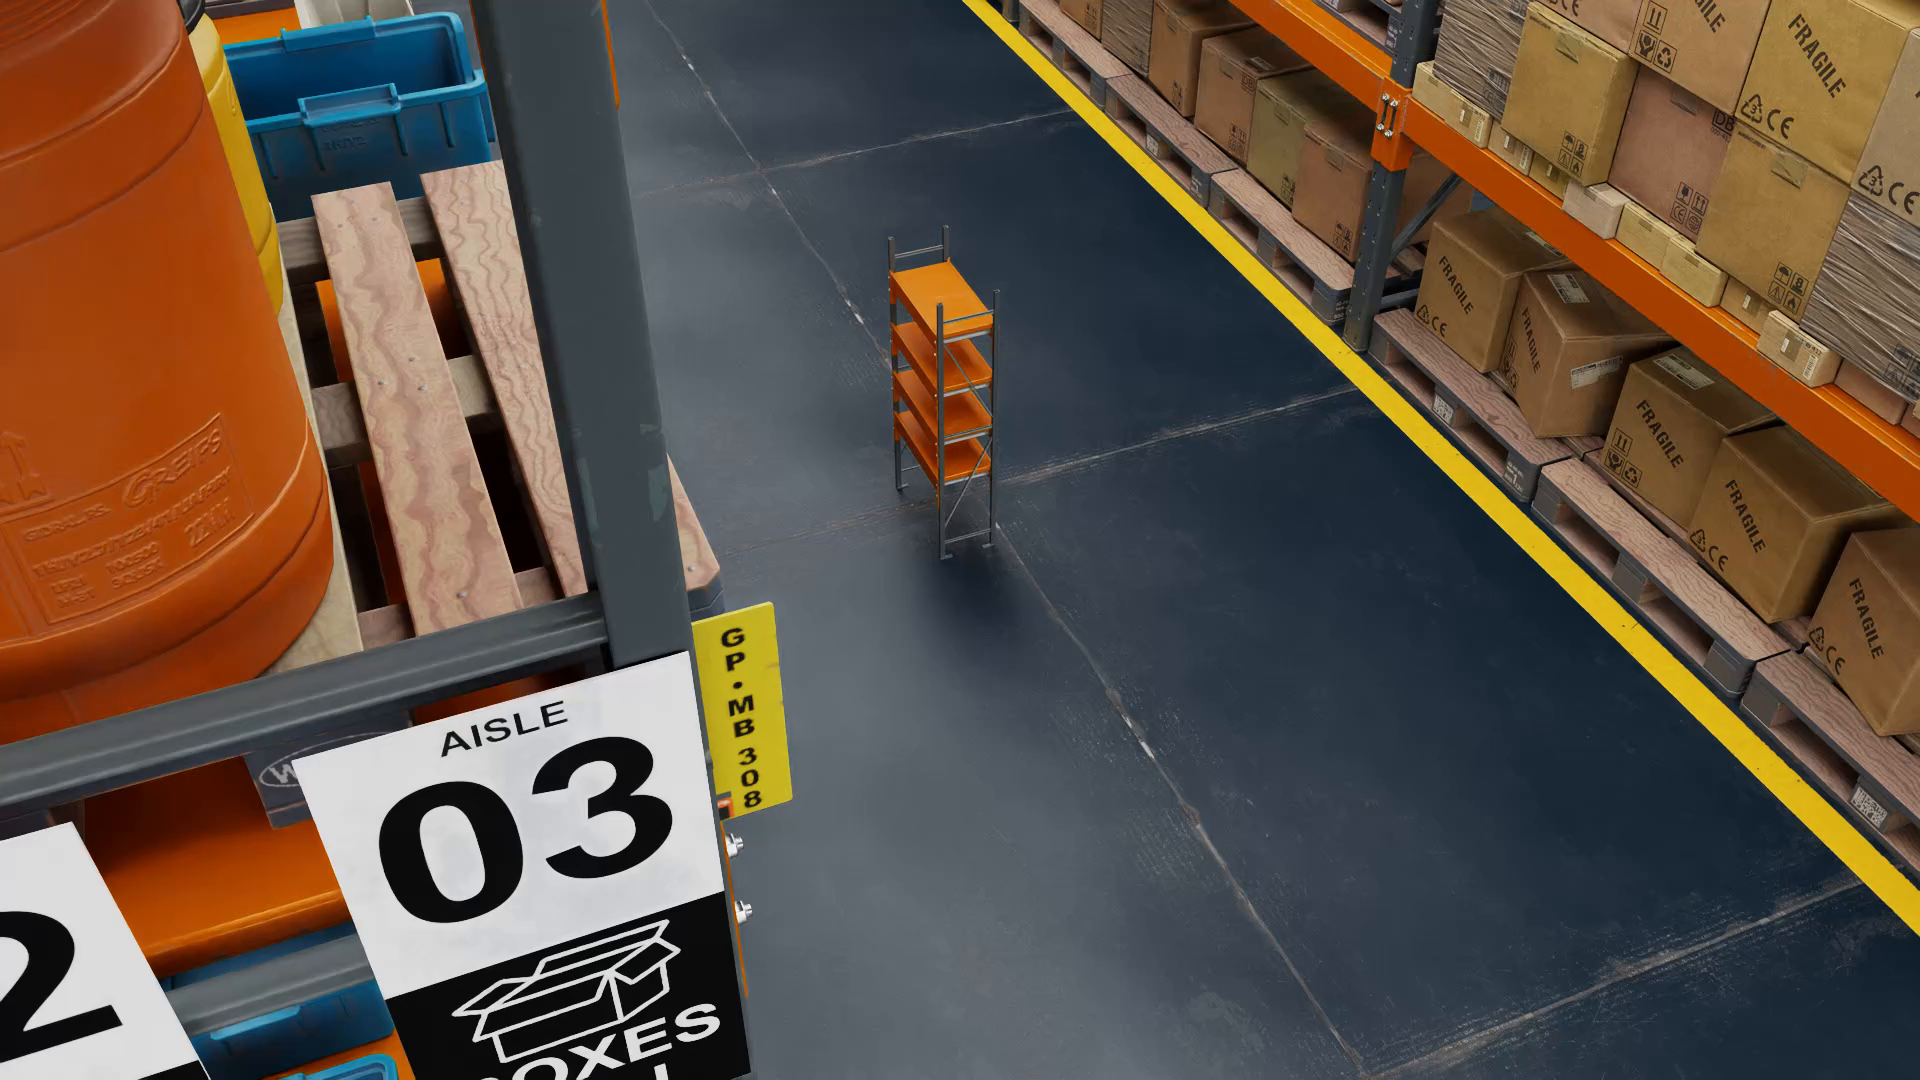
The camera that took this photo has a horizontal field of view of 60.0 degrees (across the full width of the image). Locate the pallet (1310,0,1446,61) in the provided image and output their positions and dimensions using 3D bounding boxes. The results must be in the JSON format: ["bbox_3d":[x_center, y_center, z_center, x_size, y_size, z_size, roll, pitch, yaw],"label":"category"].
[{"bbox_3d":[2.127,-2.590,7.609,1.003,0.211,1.213,-15,43,-17],"label":"pallet"}]

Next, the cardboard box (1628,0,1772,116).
[{"bbox_3d":[2.606,-1.759,5.424,0.500,0.500,0.500,-15,43,-17],"label":"cardboard box"}]

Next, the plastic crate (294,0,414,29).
[{"bbox_3d":[-1.303,-1.102,3.633,0.243,0.136,0.396,-15,43,-17],"label":"plastic crate"}]

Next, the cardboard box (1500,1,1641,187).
[{"bbox_3d":[2.559,-1.720,6.145,0.875,0.500,0.500,-15,43,-17],"label":"cardboard box"}]

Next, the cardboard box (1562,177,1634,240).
[{"bbox_3d":[2.456,-1.260,6.107,0.380,0.149,0.250,-15,43,-17],"label":"cardboard box"}]

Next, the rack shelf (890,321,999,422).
[{"bbox_3d":[-0.063,-0.673,6.373,0.258,0.148,0.480,-15,43,-17],"label":"rack shelf"}]

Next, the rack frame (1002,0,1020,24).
[{"bbox_3d":[0.755,-4.576,9.771,1.000,3.000,0.127,-15,43,-17],"label":"rack frame"}]

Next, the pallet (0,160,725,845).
[{"bbox_3d":[-0.987,-0.110,2.421,1.003,0.211,1.213,-15,43,-17],"label":"pallet"}]

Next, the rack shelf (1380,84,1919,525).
[{"bbox_3d":[3.050,-0.689,5.802,1.077,0.370,4.000,-15,43,-17],"label":"rack shelf"}]

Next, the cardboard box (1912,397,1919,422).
[{"bbox_3d":[3.328,-0.517,4.746,0.875,0.500,0.500,-15,43,-17],"label":"cardboard box"}]

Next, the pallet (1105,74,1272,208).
[{"bbox_3d":[1.515,-2.314,9.279,1.003,0.211,1.213,-15,43,-17],"label":"pallet"}]

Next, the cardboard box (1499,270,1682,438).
[{"bbox_3d":[2.627,-0.784,6.956,0.500,0.500,0.500,-3,41,-3],"label":"cardboard box"}]

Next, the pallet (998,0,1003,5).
[{"bbox_3d":[0.523,-4.012,11.254,1.003,0.211,1.213,-15,43,-17],"label":"pallet"}]

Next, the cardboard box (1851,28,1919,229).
[{"bbox_3d":[2.991,-1.158,4.724,0.500,0.500,0.500,-15,43,-17],"label":"cardboard box"}]

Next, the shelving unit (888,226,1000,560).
[{"bbox_3d":[-0.063,-0.555,6.475,0.258,1.200,0.503,-15,43,-17],"label":"shelving unit"}]

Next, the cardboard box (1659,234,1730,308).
[{"bbox_3d":[2.676,-0.966,5.766,0.380,0.149,0.250,-15,43,-17],"label":"cardboard box"}]

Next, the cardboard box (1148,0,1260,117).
[{"bbox_3d":[1.477,-2.726,9.199,0.700,0.500,0.500,-12,42,-13],"label":"cardboard box"}]

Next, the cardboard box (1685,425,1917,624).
[{"bbox_3d":[3.110,-0.082,6.140,0.500,0.500,0.500,-11,42,-13],"label":"cardboard box"}]

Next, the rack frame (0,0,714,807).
[{"bbox_3d":[-0.761,-0.796,0.774,1.000,3.000,0.127,-15,43,-17],"label":"rack frame"}]

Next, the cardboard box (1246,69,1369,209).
[{"bbox_3d":[1.905,-2.053,8.416,0.700,0.500,0.500,-15,43,-17],"label":"cardboard box"}]

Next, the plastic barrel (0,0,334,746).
[{"bbox_3d":[-1.064,-0.241,1.778,0.600,0.830,0.708,-15,43,-17],"label":"plastic barrel"}]

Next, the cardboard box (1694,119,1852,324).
[{"bbox_3d":[2.996,-1.133,5.462,0.875,0.500,0.500,-15,43,-17],"label":"cardboard box"}]

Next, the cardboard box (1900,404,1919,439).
[{"bbox_3d":[3.139,-0.386,5.090,0.380,0.149,0.250,-15,43,-17],"label":"cardboard box"}]

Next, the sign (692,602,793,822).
[{"bbox_3d":[-0.251,0.204,1.905,0.100,0.325,0.005,-15,43,-17],"label":"sign"}]

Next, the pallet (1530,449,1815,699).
[{"bbox_3d":[3.045,0.023,6.562,1.003,0.211,1.213,-15,43,-17],"label":"pallet"}]

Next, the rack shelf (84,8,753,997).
[{"bbox_3d":[-1.526,-0.590,3.387,1.077,0.370,4.000,-15,43,-17],"label":"rack shelf"}]

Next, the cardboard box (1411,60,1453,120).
[{"bbox_3d":[2.089,-1.866,6.813,0.380,0.149,0.250,-15,43,-17],"label":"cardboard box"}]

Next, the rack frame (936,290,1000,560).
[{"bbox_3d":[0.030,-0.408,6.304,0.240,1.200,0.015,-15,43,-17],"label":"rack frame"}]

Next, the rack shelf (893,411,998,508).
[{"bbox_3d":[-0.063,-0.353,6.648,0.258,0.148,0.480,-15,43,-17],"label":"rack shelf"}]

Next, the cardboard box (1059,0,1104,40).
[{"bbox_3d":[1.029,-3.396,9.979,0.700,0.500,0.500,-17,44,-19],"label":"cardboard box"}]

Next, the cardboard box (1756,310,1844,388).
[{"bbox_3d":[2.845,-0.659,5.408,0.380,0.149,0.250,-15,43,-17],"label":"cardboard box"}]

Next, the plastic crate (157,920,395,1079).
[{"bbox_3d":[-1.472,0.916,3.498,0.499,0.251,0.408,-15,43,-17],"label":"plastic crate"}]

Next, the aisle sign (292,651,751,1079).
[{"bbox_3d":[-0.462,0.464,1.917,0.394,0.787,0.004,-15,43,-17],"label":"aisle sign"}]

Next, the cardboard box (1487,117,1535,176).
[{"bbox_3d":[2.294,-1.569,6.467,0.380,0.149,0.250,-15,43,-17],"label":"cardboard box"}]
